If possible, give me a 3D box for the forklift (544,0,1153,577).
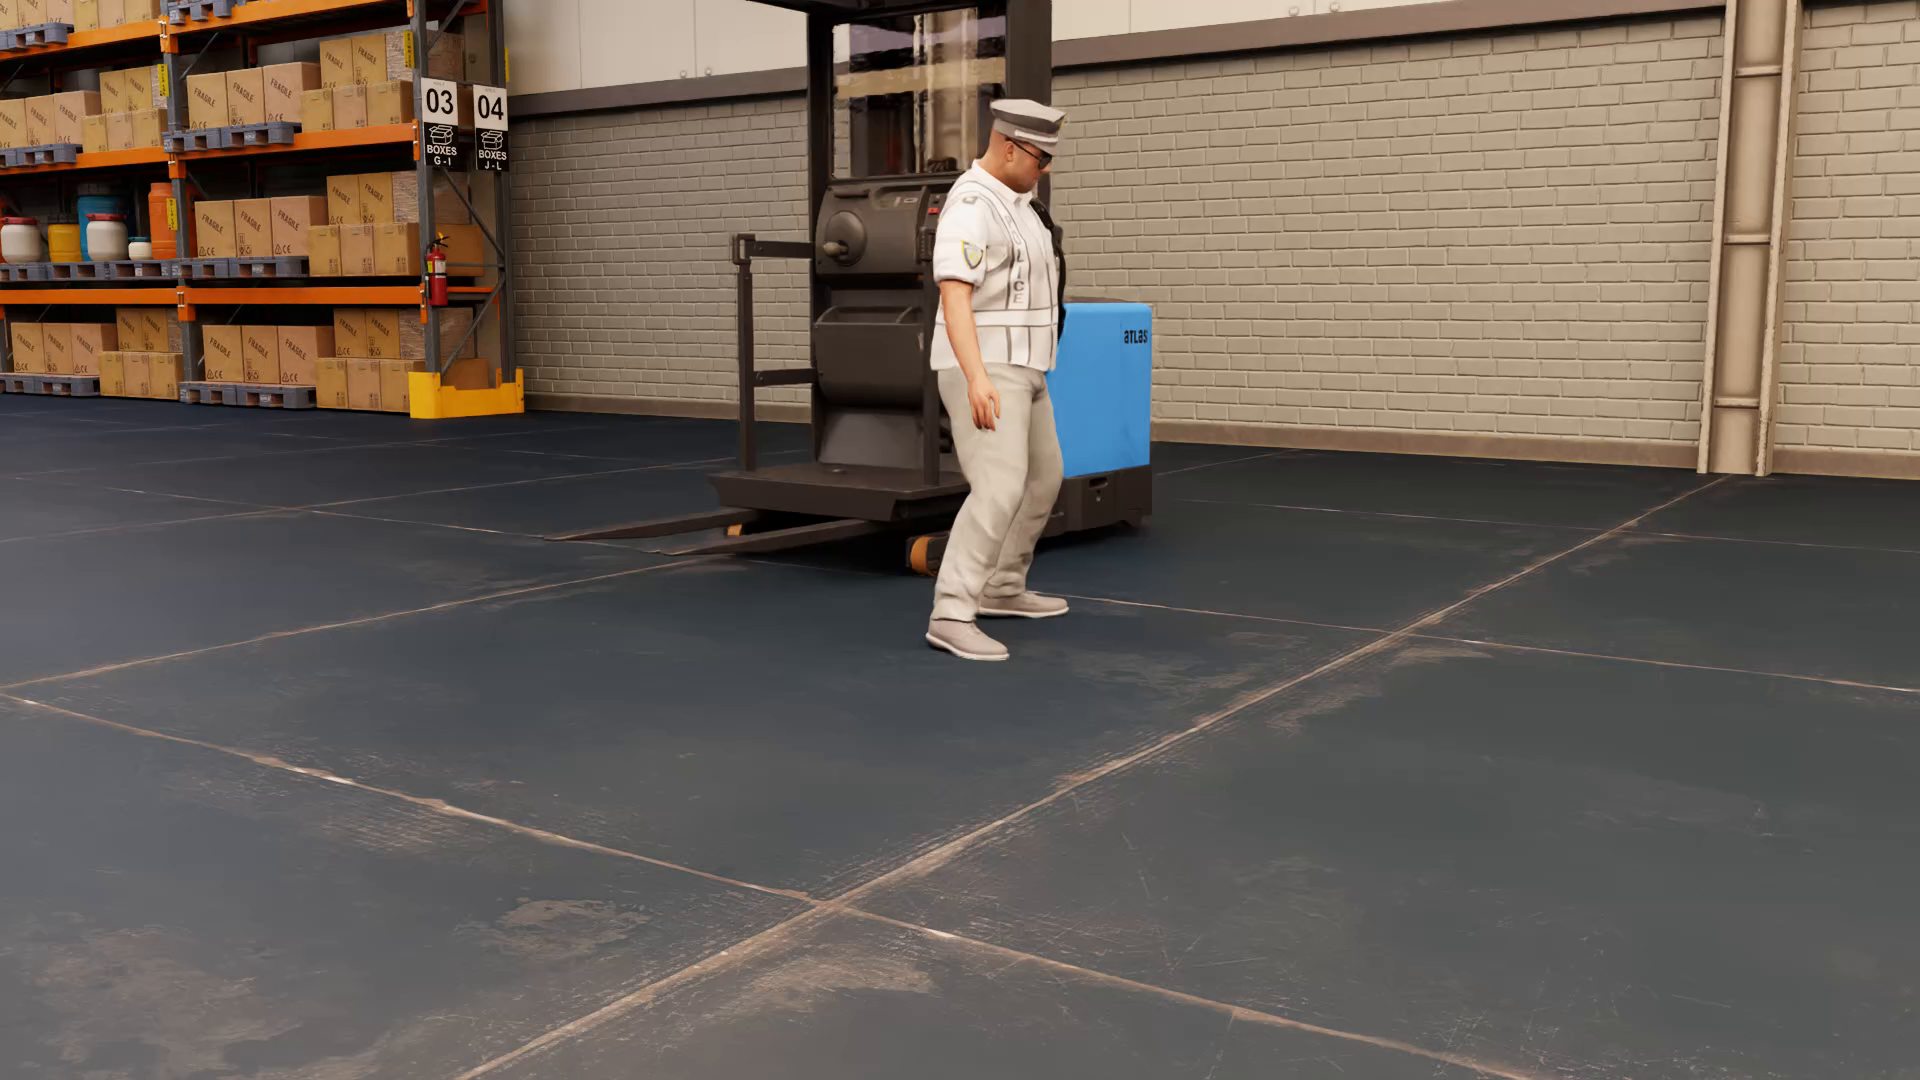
[{"bbox_3d":[-0.356,-1.381,6.905,1.130,2.935,3.031,6,10,36],"label":"forklift"}]

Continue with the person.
[{"bbox_3d":[0.134,-0.524,5.301,0.440,1.710,0.925,3,9,19],"label":"person"}]
